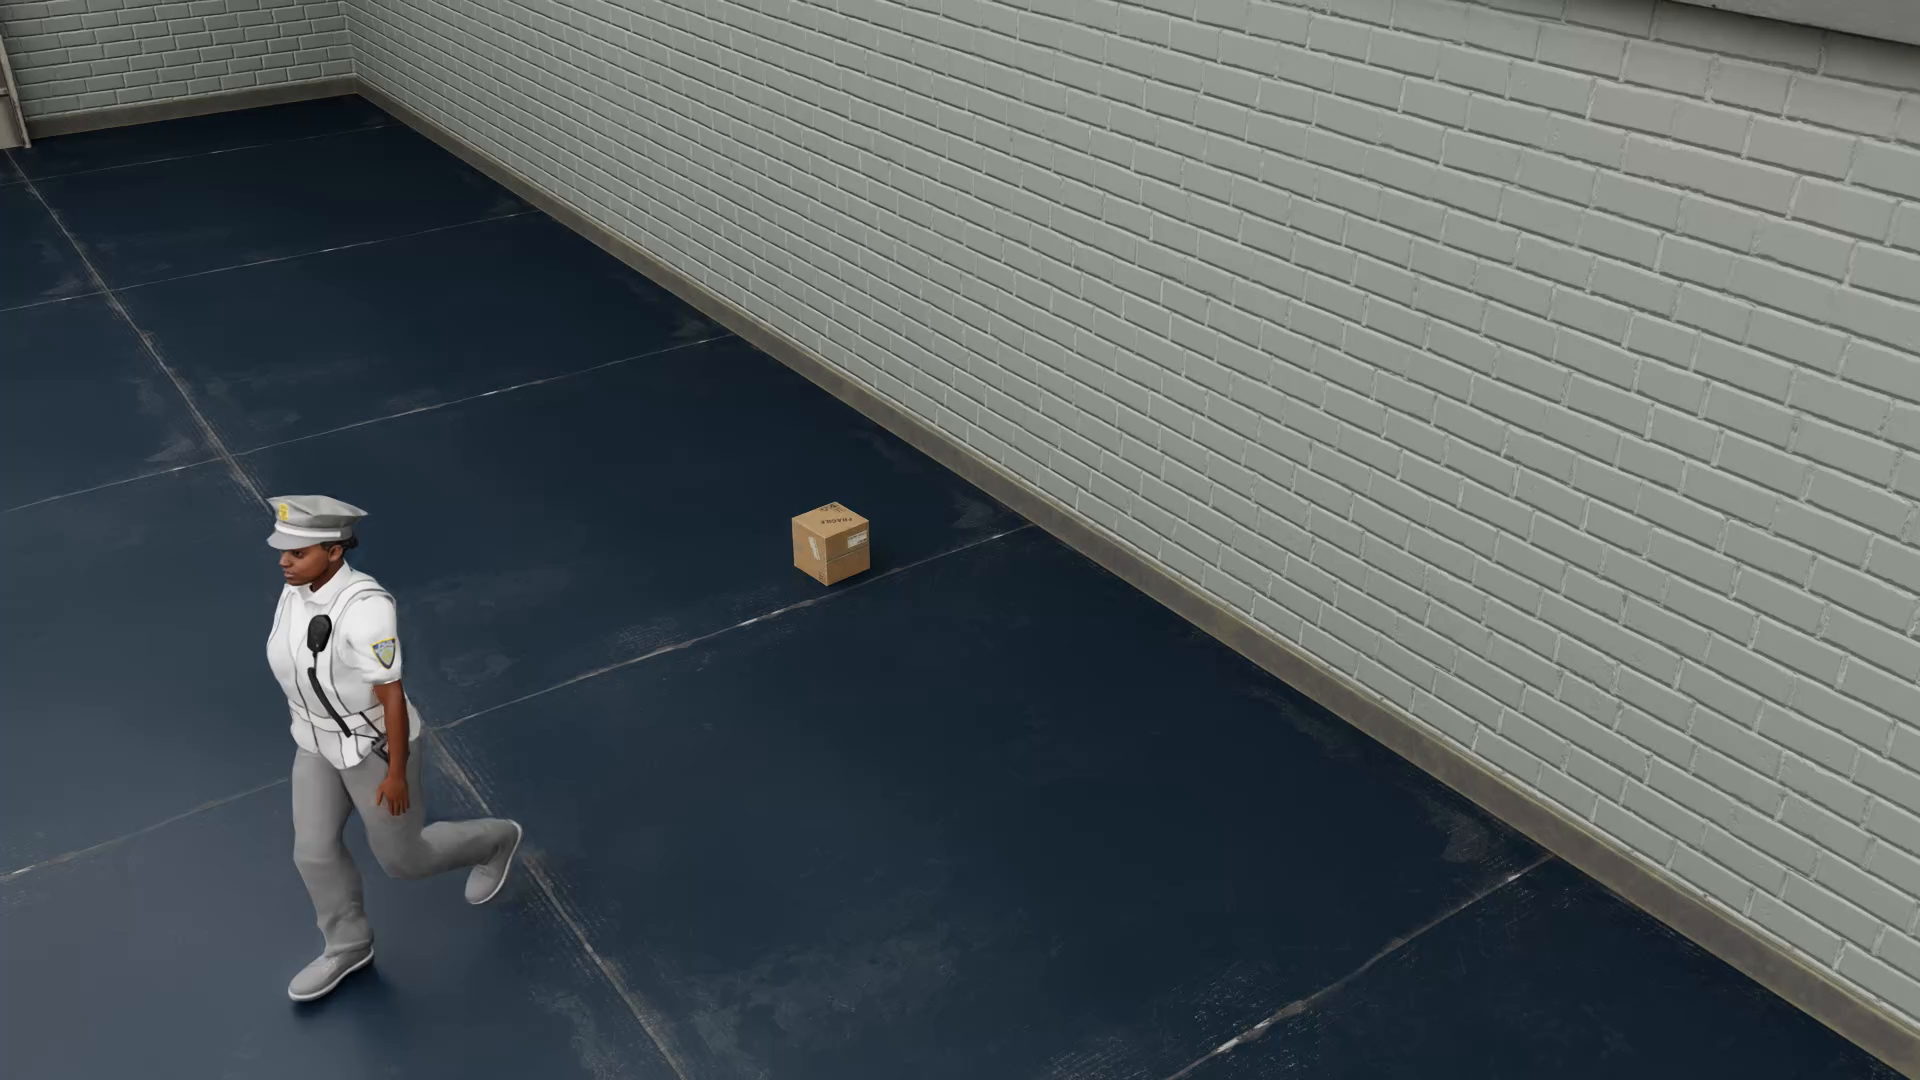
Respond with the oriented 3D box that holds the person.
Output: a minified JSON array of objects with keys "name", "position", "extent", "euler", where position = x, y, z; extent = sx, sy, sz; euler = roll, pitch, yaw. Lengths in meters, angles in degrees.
[{"name":"person","position":[-1.774,0.584,5.010],"extent":[0.450,1.659,0.790],"euler":[18,33,29]}]
